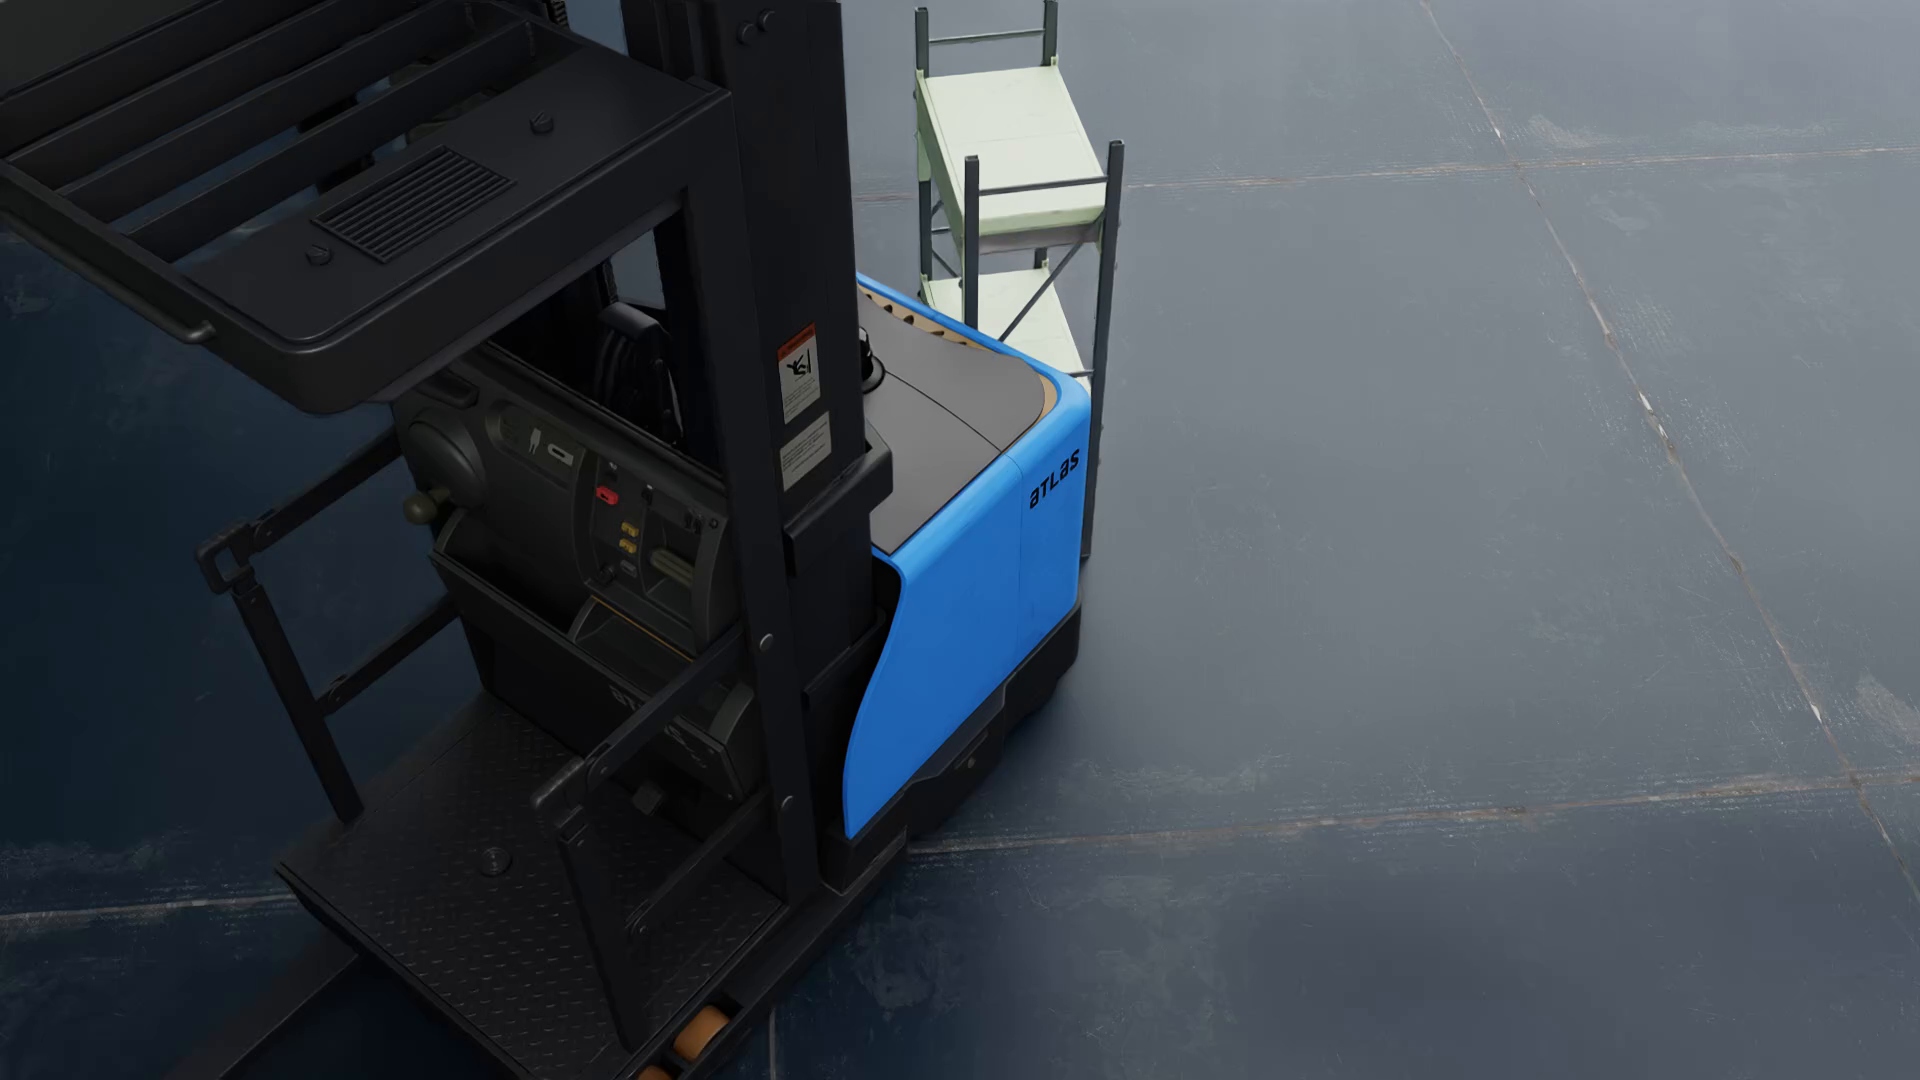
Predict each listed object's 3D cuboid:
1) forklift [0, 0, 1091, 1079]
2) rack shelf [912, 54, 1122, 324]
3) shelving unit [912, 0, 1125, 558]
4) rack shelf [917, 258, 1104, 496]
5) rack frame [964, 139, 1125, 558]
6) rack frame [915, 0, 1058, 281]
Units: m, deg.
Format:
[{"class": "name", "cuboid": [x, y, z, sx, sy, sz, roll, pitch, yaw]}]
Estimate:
[{"class": "forklift", "cuboid": [-0.953, -0.017, 3.247, 1.130, 2.935, 3.031, 29, 53, 25]}, {"class": "rack shelf", "cuboid": [0.142, -0.974, 4.602, 0.431, 0.370, 0.720, -8, 47, -7]}, {"class": "shelving unit", "cuboid": [0.142, -0.705, 4.885, 0.431, 1.500, 0.755, -8, 47, -7]}, {"class": "rack shelf", "cuboid": [0.142, -0.481, 5.122, 0.431, 0.370, 0.720, -8, 47, -7]}, {"class": "rack frame", "cuboid": [0.209, -0.444, 4.638, 0.400, 1.500, 0.023, -8, 47, -7]}, {"class": "rack frame", "cuboid": [0.074, -0.966, 5.132, 0.400, 1.500, 0.023, -8, 47, -7]}]
